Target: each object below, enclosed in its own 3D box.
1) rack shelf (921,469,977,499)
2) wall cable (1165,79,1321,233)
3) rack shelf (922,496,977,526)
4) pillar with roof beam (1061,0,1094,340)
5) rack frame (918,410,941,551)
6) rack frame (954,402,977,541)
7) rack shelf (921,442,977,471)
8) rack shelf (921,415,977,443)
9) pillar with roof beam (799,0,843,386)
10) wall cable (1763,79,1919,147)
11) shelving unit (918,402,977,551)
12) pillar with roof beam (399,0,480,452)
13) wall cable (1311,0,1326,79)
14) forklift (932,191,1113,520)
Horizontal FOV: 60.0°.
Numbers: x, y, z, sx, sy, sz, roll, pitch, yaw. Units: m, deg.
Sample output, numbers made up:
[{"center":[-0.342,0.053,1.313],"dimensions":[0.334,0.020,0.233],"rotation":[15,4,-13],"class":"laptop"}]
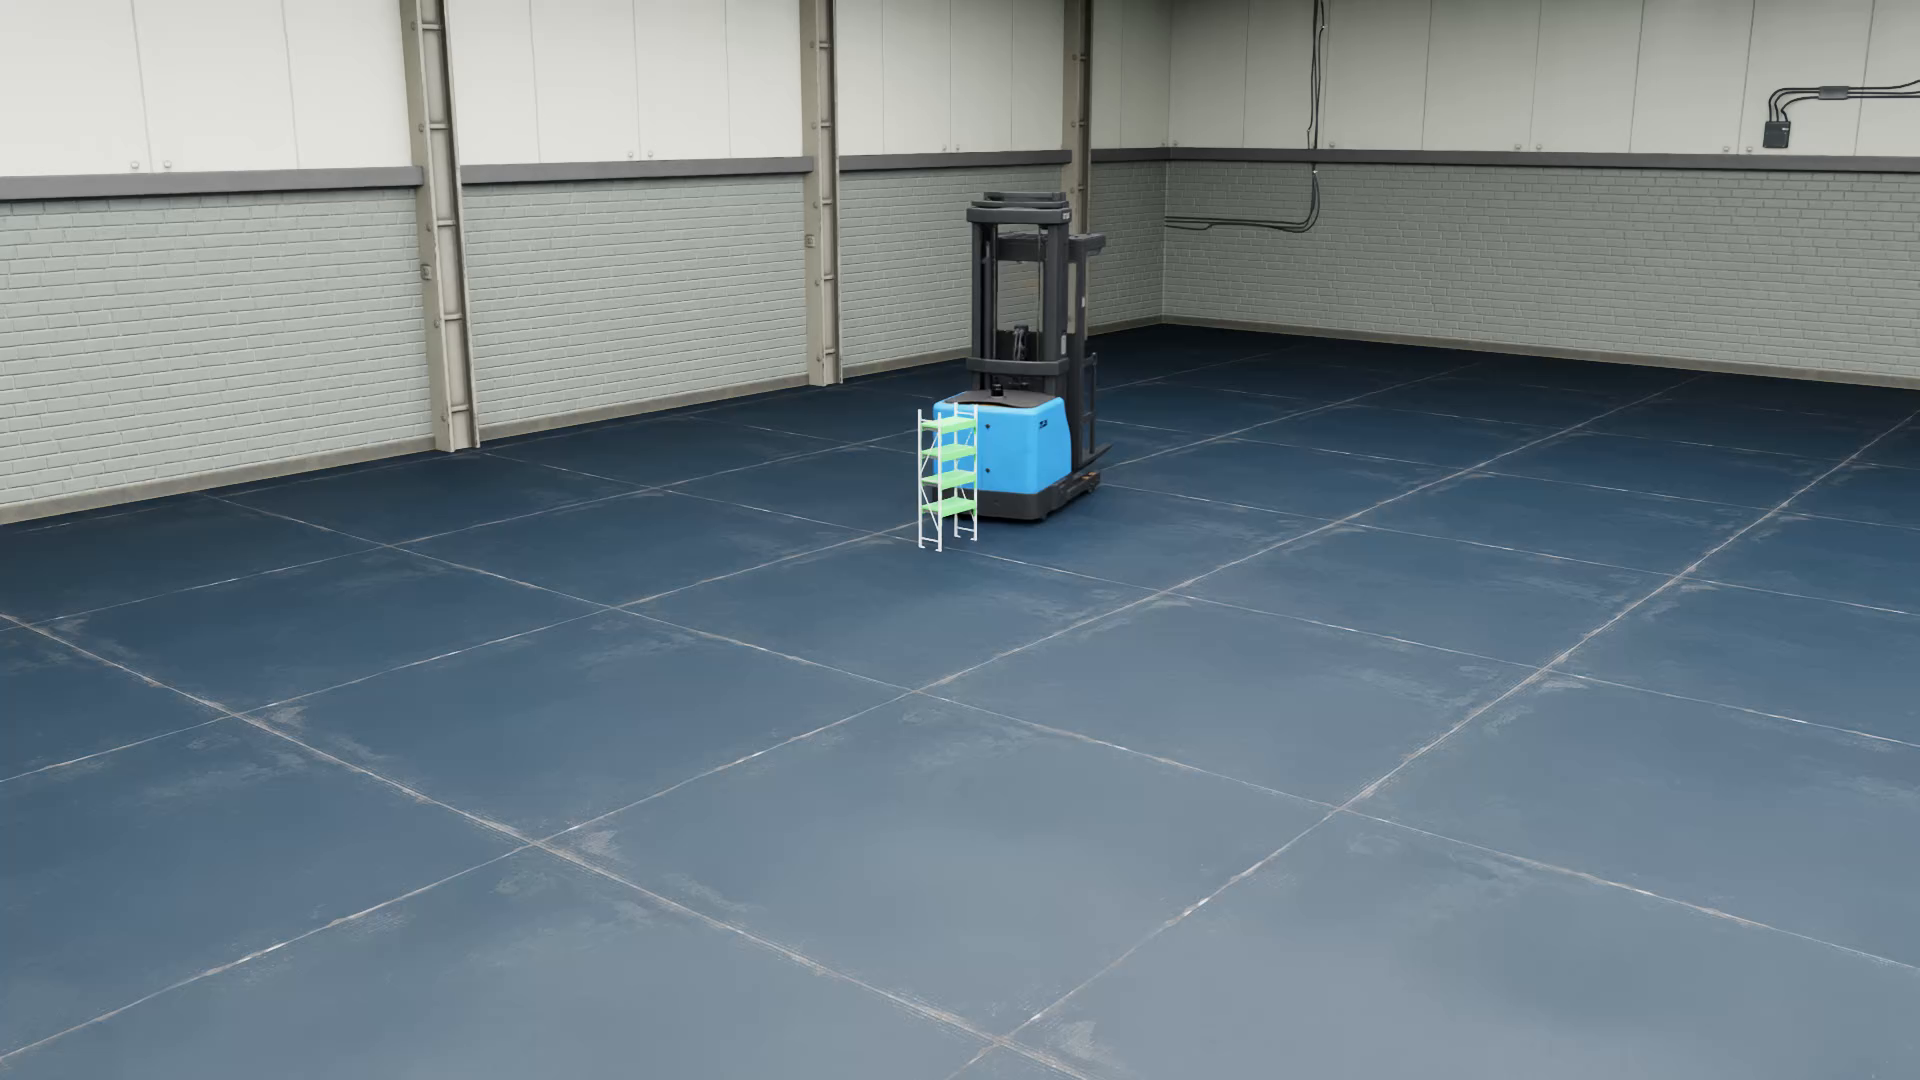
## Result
[{"center":[-0.104,-0.488,14.366],"dimensions":[0.258,0.148,0.480],"rotation":[11,18,38],"class":"rack shelf"},{"center":[4.770,-6.551,28.439],"dimensions":[3.097,2.526,0.112],"rotation":[11,18,38],"class":"wall cable"},{"center":[-0.104,-0.255,14.425],"dimensions":[0.258,0.148,0.480],"rotation":[11,18,38],"class":"rack shelf"},{"center":[5.239,-7.030,24.019],"dimensions":[9.100,9.000,0.400],"rotation":[11,18,38],"class":"pillar with roof beam"},{"center":[-0.257,-0.503,14.166],"dimensions":[0.240,1.200,0.015],"rotation":[11,18,38],"class":"rack frame"},{"center":[0.049,-0.597,14.534],"dimensions":[0.240,1.200,0.015],"rotation":[11,18,38],"class":"rack frame"},{"center":[-0.104,-0.721,14.307],"dimensions":[0.258,0.148,0.480],"rotation":[11,18,38],"class":"rack shelf"},{"center":[-0.104,-0.953,14.248],"dimensions":[0.258,0.148,0.480],"rotation":[11,18,38],"class":"rack shelf"},{"center":[1.468,-5.881,19.496],"dimensions":[9.100,9.000,0.400],"rotation":[11,18,38],"class":"pillar with roof beam"},{"center":[12.144,-8.232,21.843],"dimensions":[2.305,6.003,0.169],"rotation":[11,18,38],"class":"wall cable"},{"center":[-0.104,-0.550,14.350],"dimensions":[0.258,1.200,0.503],"rotation":[11,18,38],"class":"shelving unit"},{"center":[-2.304,-4.732,14.973],"dimensions":[9.100,9.000,0.400],"rotation":[11,18,38],"class":"pillar with roof beam"},{"center":[6.874,-8.580,26.170],"dimensions":[3.097,2.526,0.112],"rotation":[11,18,38],"class":"wall cable"},{"center":[0.757,-1.918,16.218],"dimensions":[1.130,2.935,3.031],"rotation":[6,15,21],"class":"forklift"}]
